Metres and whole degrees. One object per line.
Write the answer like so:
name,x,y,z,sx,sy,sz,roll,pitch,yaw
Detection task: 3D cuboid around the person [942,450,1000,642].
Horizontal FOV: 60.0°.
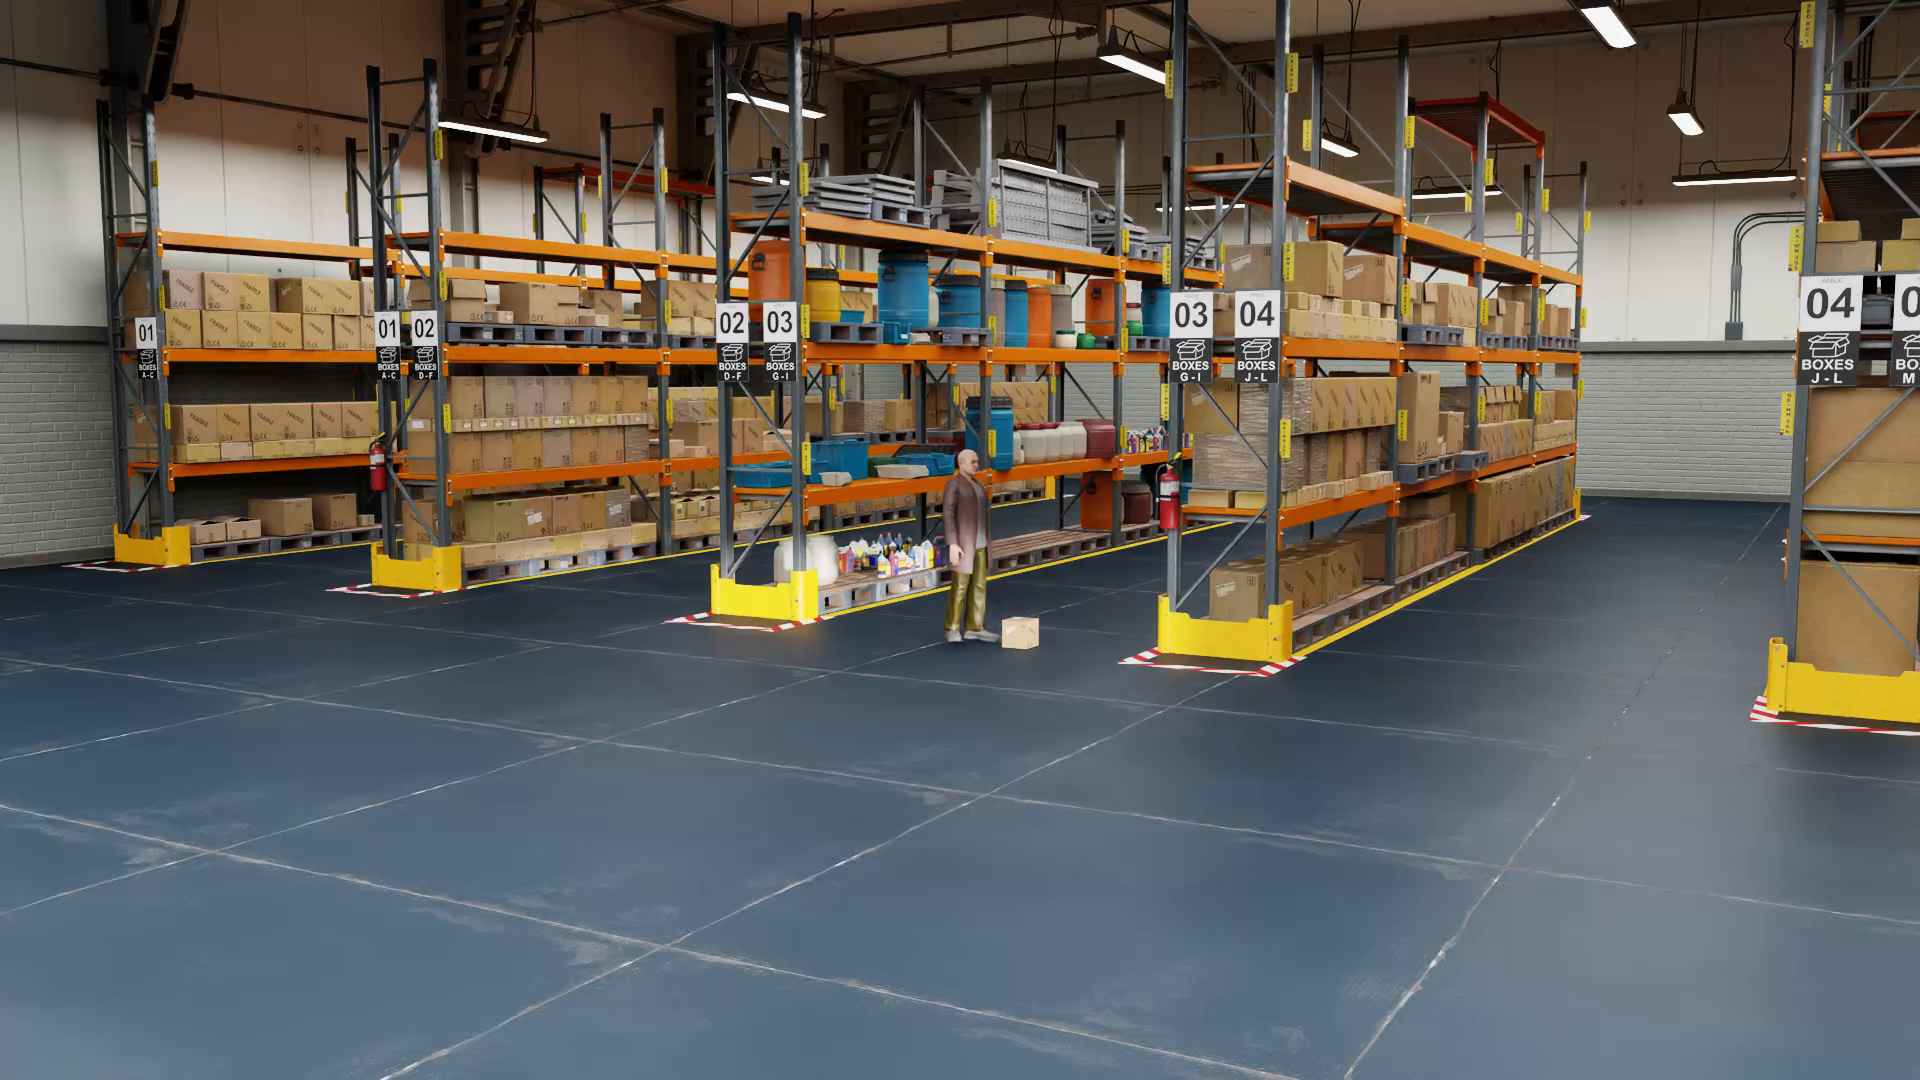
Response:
person,0.078,0.056,15.409,0.495,1.782,0.643,5,8,40
